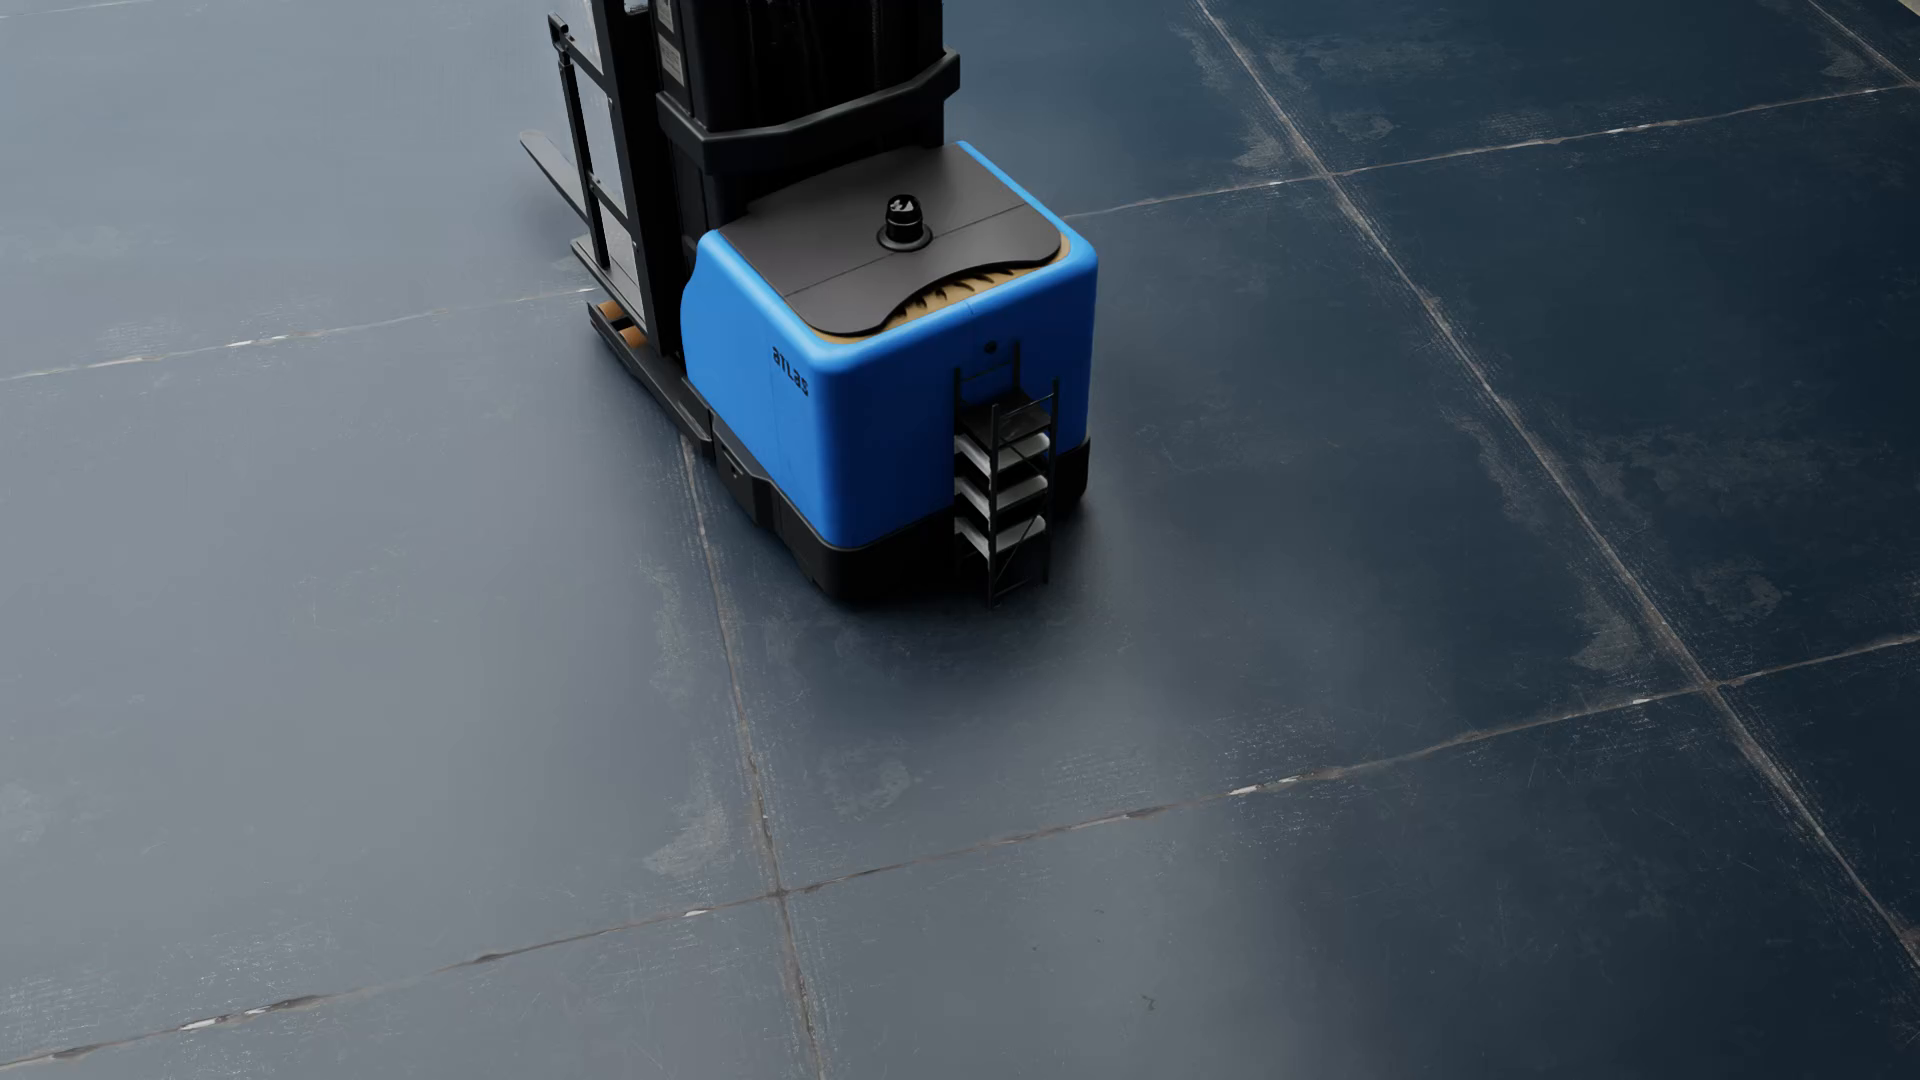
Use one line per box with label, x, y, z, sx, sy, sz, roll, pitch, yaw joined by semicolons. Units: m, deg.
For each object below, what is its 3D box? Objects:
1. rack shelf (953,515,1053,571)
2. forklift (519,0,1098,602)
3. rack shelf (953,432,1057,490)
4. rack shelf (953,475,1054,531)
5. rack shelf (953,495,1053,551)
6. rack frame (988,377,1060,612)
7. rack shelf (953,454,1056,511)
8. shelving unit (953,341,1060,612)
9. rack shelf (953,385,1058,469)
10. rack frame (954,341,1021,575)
rack shelf;0.140;-0.036;5.454;0.258;0.077;0.200;-25;51;-23
forklift;-0.785;-1.851;5.512;1.130;2.935;3.031;-25;51;-23
rack shelf;0.140;-0.288;5.197;0.258;0.077;0.200;-25;51;-23
rack shelf;0.140;-0.162;5.325;0.258;0.077;0.200;-25;51;-23
rack shelf;0.140;-0.099;5.390;0.258;0.077;0.200;-25;51;-23
rack frame;0.196;-0.125;5.242;0.240;0.900;0.006;-25;51;-23
rack shelf;0.140;-0.225;5.261;0.258;0.077;0.200;-25;51;-23
shelving unit;0.140;-0.185;5.302;0.258;0.900;0.210;-25;51;-23
rack shelf;0.140;-0.351;5.132;0.258;0.077;0.200;-25;51;-23
rack frame;0.084;-0.246;5.361;0.240;0.900;0.006;-25;51;-23
